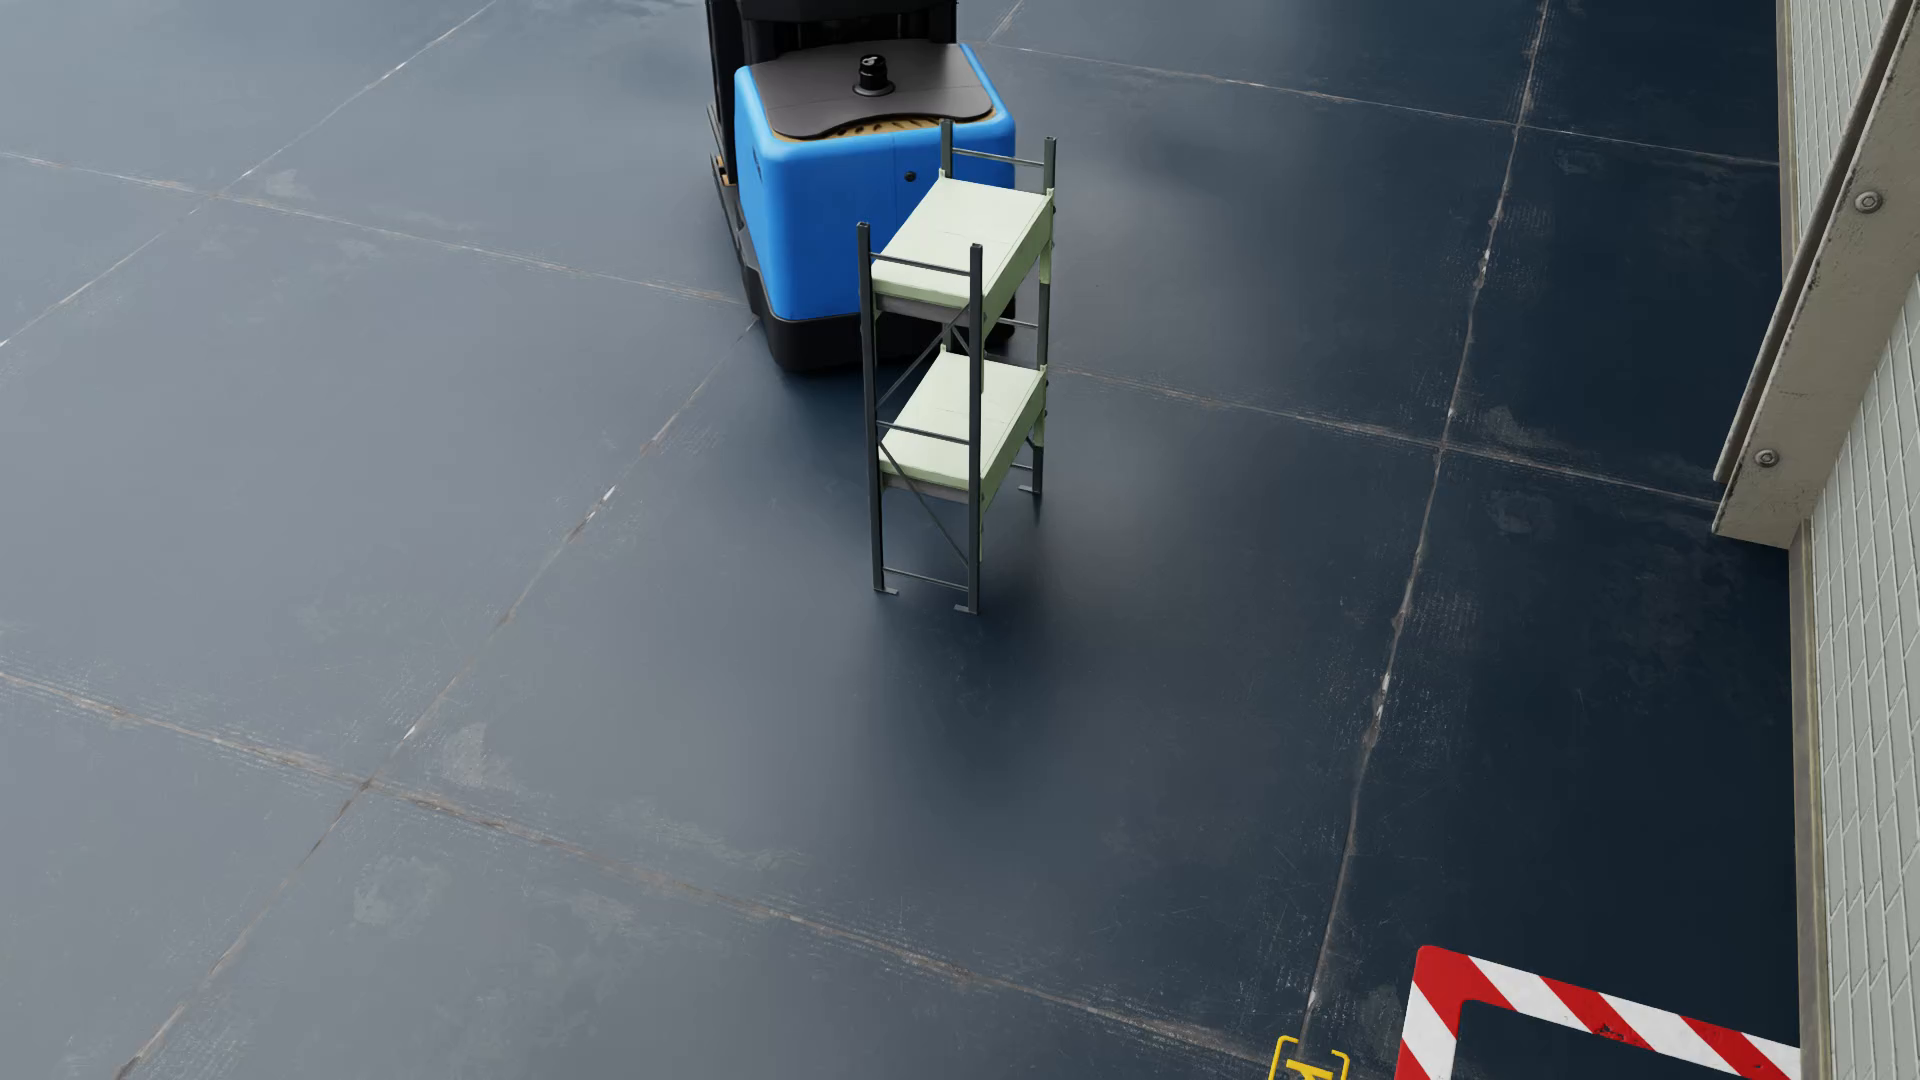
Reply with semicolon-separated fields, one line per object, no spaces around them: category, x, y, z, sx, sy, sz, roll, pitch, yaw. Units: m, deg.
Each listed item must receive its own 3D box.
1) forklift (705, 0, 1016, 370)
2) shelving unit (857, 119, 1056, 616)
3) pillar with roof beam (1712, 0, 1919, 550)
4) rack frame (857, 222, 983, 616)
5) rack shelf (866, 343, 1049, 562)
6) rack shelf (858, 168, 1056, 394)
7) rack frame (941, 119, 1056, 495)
forklift;-0.615;-2.792;7.264;1.130;2.935;3.031;-9;41;-11
shelving unit;0.002;-0.575;5.768;0.431;1.500;0.755;13;42;15
pillar with roof beam;-0.993;-4.491;4.580;9.100;9.000;0.400;13;42;15
rack frame;-0.123;-0.351;5.506;0.400;1.500;0.023;13;42;15
rack shelf;0.002;-0.327;5.980;0.431;0.370;0.720;13;42;15
rack shelf;0.002;-0.872;5.515;0.431;0.370;0.720;13;42;15
rack frame;0.127;-0.798;6.030;0.400;1.500;0.023;13;42;15
